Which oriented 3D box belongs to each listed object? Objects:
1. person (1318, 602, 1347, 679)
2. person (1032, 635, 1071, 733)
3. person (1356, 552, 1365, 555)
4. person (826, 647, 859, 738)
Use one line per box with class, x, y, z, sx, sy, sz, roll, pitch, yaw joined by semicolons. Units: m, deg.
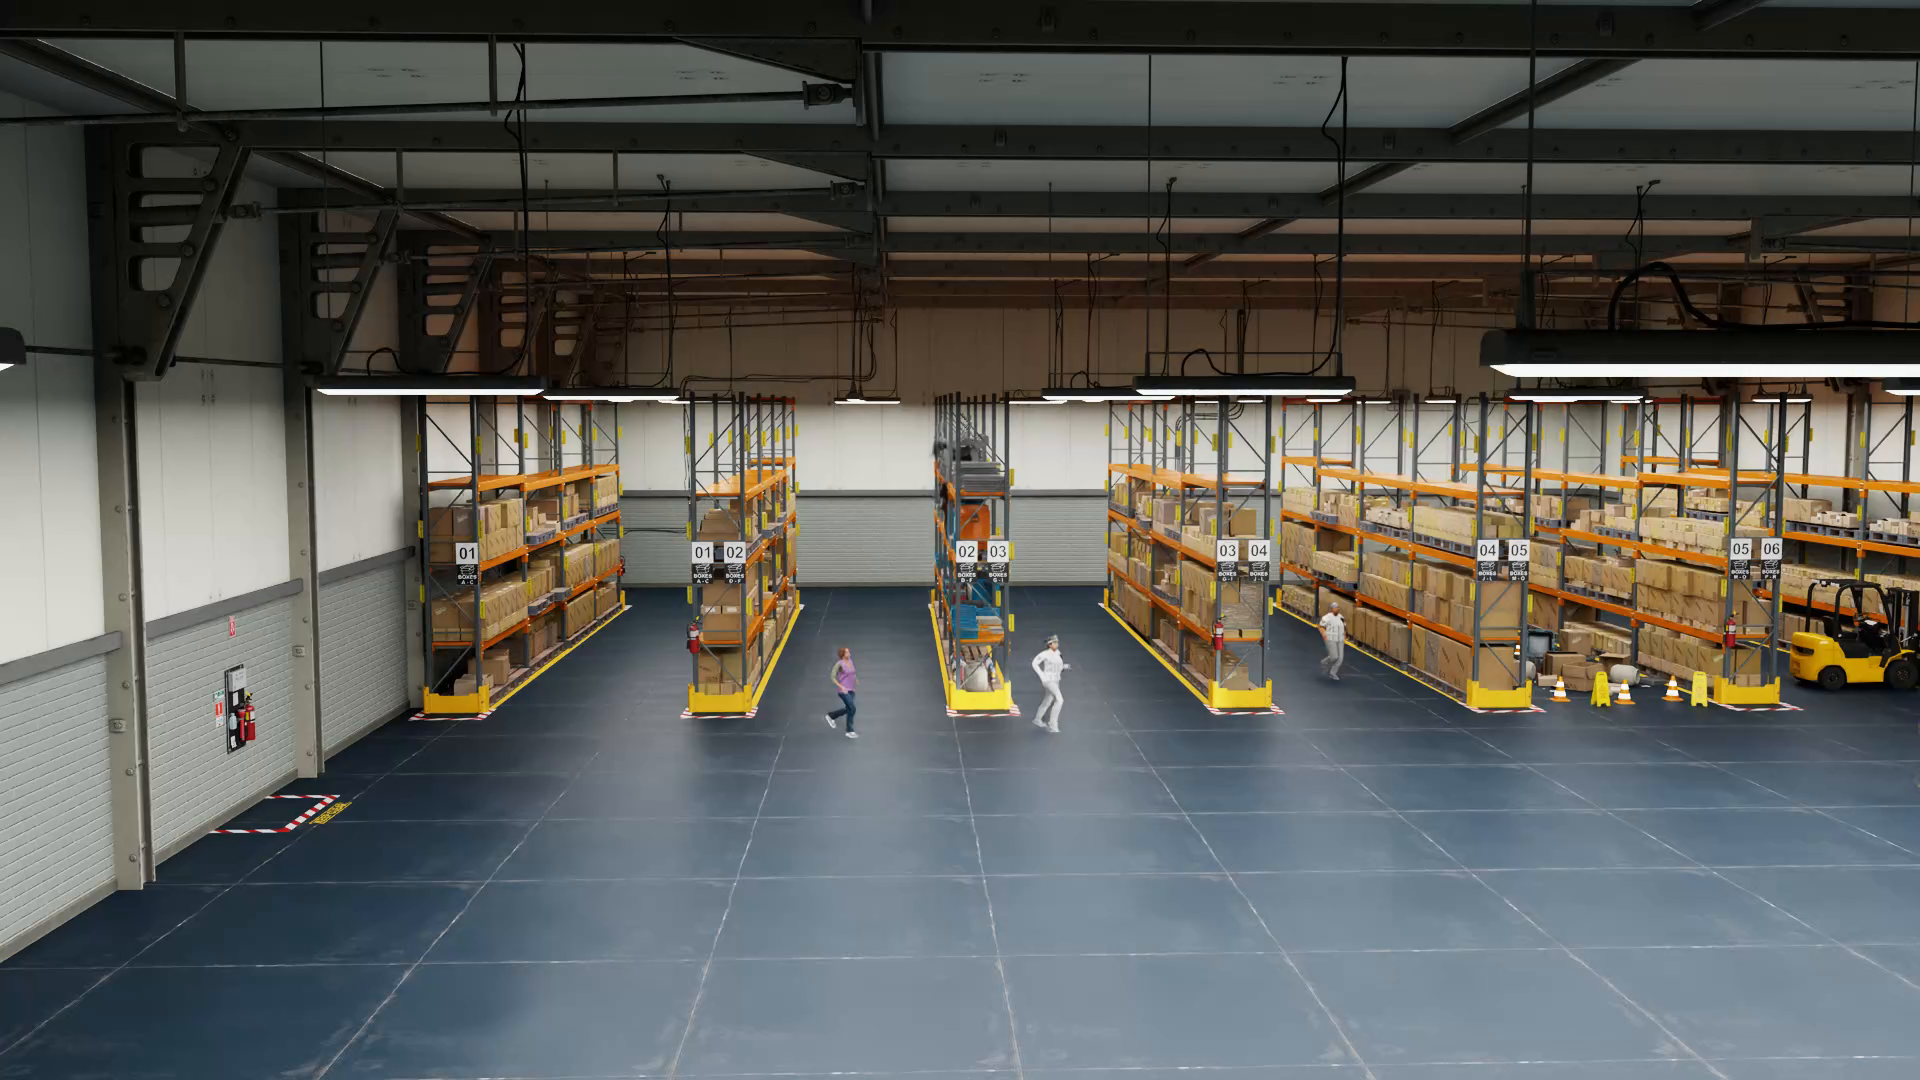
person;7.887;2.121;34.938;0.607;1.624;0.498;-2;5;-19
person;1.628;2.540;29.419;0.717;1.755;0.578;3;5;34
person;11.707;0.952;49.157;0.731;1.777;0.672;0;5;0
person;-2.042;2.634;28.906;0.669;1.587;0.534;3;5;29
